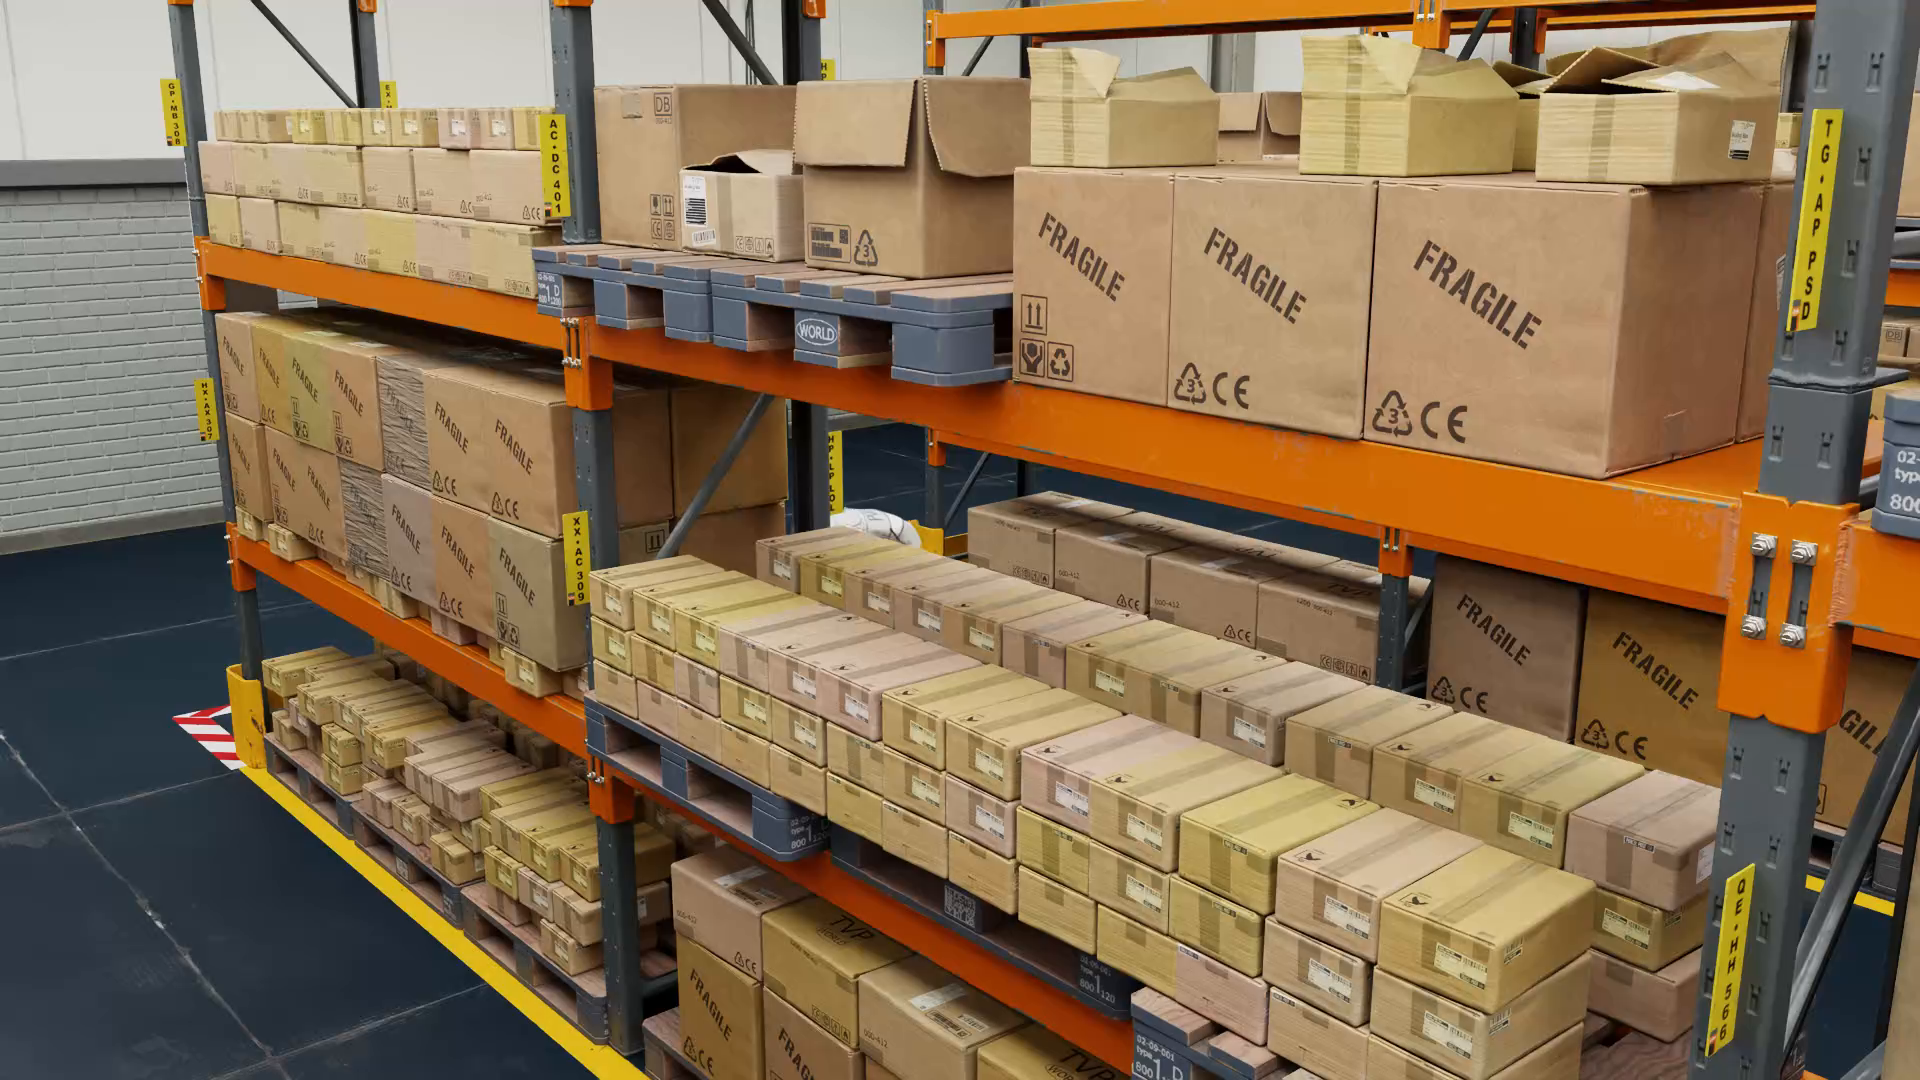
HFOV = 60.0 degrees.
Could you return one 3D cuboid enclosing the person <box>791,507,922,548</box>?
[{"bbox_3d":[-0.662,0.316,10.303,0.911,1.153,0.492,-13,19,-42],"label":"person"}]
